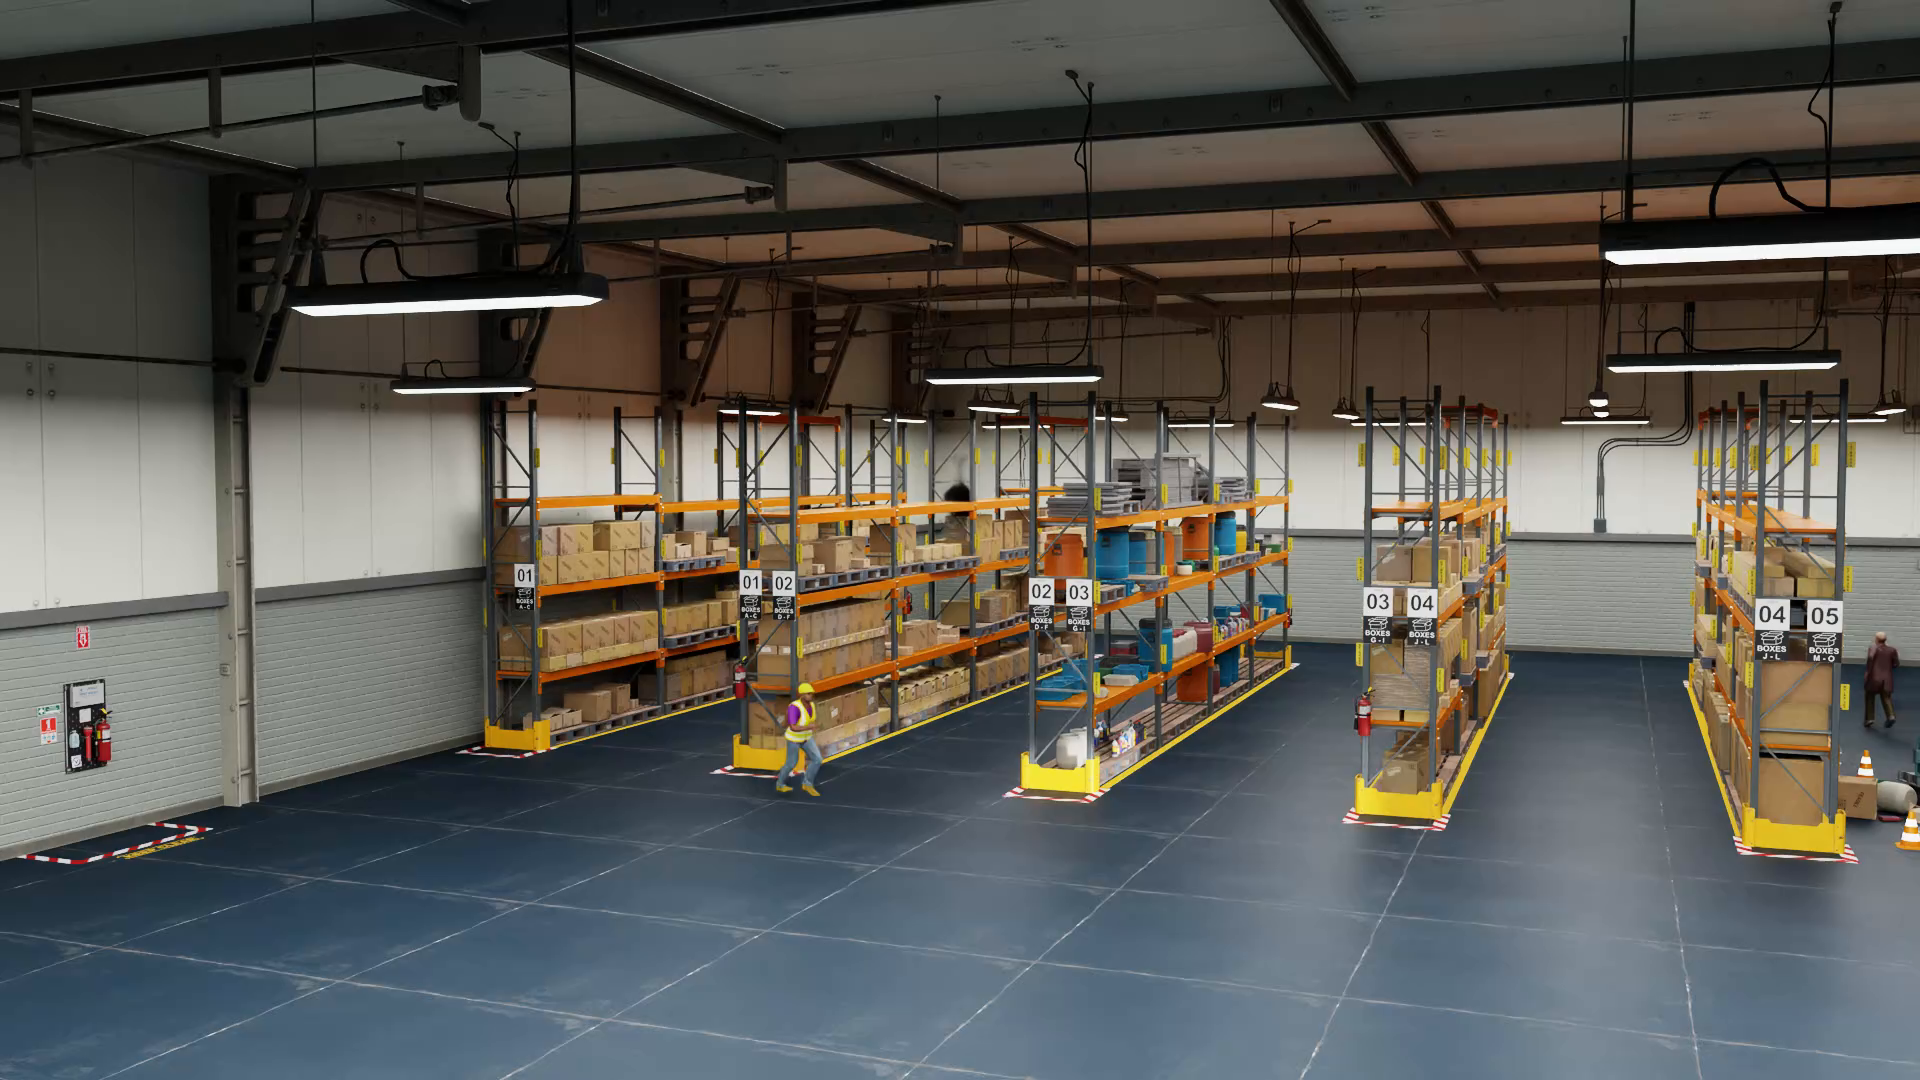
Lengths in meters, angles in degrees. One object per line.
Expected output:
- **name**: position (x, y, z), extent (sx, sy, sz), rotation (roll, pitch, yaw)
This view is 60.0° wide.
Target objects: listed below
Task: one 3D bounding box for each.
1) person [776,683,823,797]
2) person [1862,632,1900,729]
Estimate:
- **person**: position (-2.354, 2.937, 24.448), extent (0.945, 1.707, 0.646), rotation (3, 4, 42)
- **person**: position (16.991, 2.610, 30.636), extent (0.652, 1.818, 1.011), rotation (0, 3, 9)
